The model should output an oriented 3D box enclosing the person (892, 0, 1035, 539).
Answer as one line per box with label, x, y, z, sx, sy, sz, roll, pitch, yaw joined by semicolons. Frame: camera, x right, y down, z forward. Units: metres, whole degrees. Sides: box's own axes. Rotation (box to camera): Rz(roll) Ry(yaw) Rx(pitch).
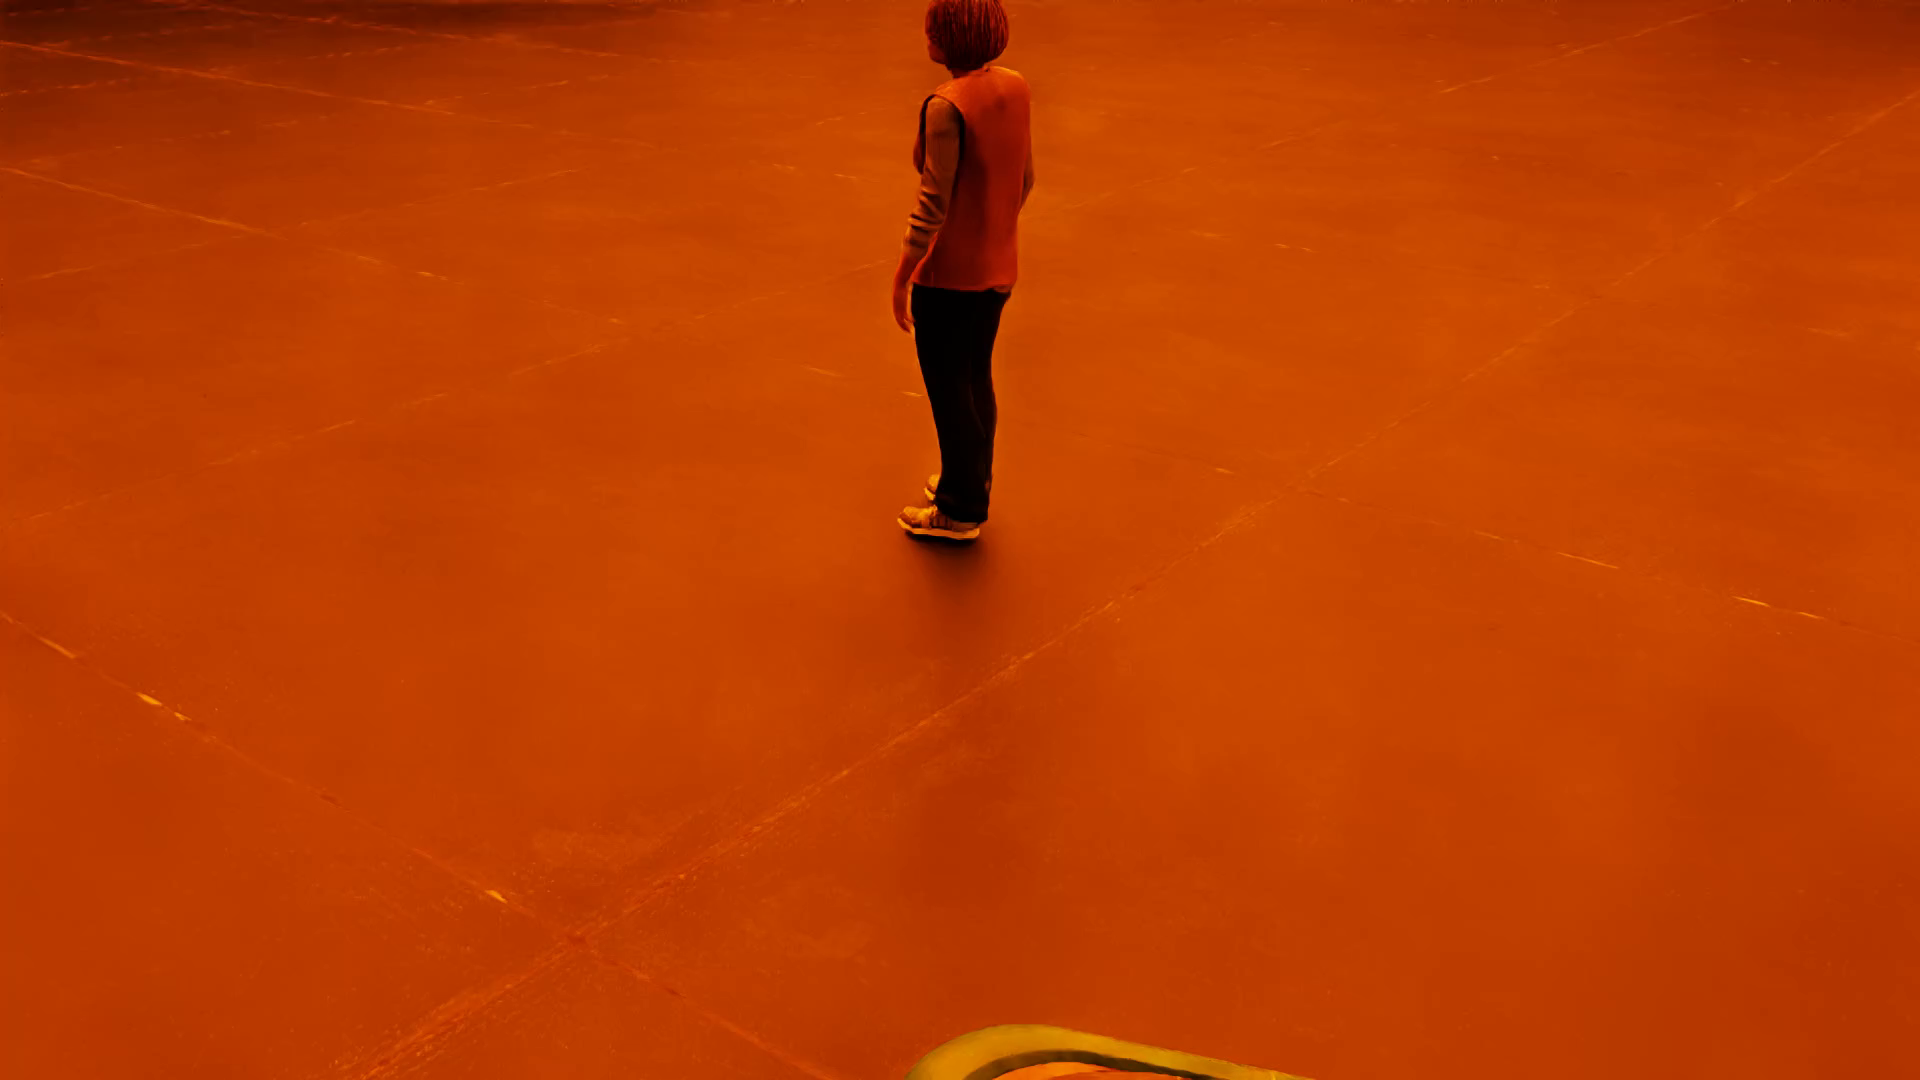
person;-0.050;-0.761;4.745;0.474;1.597;0.520;17;29;34
